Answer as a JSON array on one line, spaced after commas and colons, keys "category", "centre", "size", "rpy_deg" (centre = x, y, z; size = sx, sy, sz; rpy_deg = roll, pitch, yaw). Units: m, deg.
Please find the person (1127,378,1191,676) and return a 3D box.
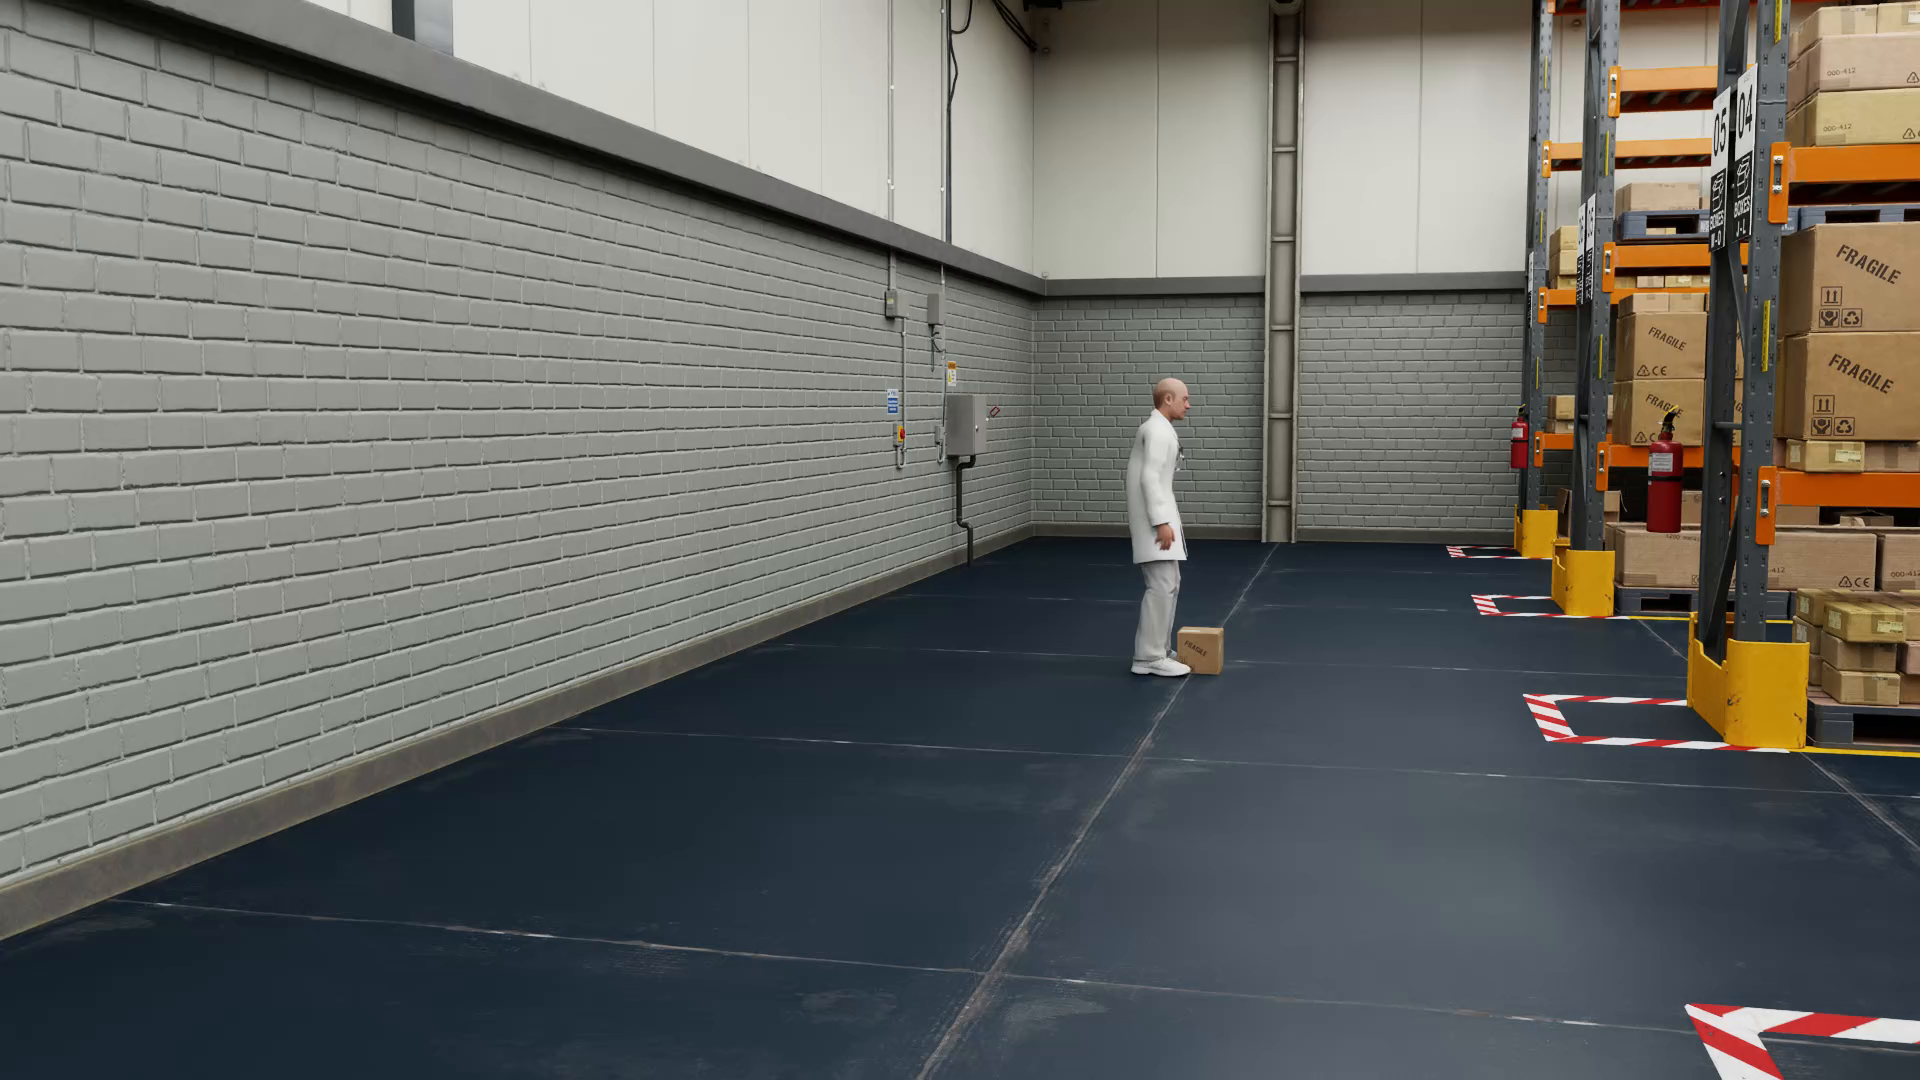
[{"category": "person", "centre": [1.227, -0.093, 10.092], "size": [0.404, 1.774, 0.656], "rpy_deg": [1, 5, 12]}]
